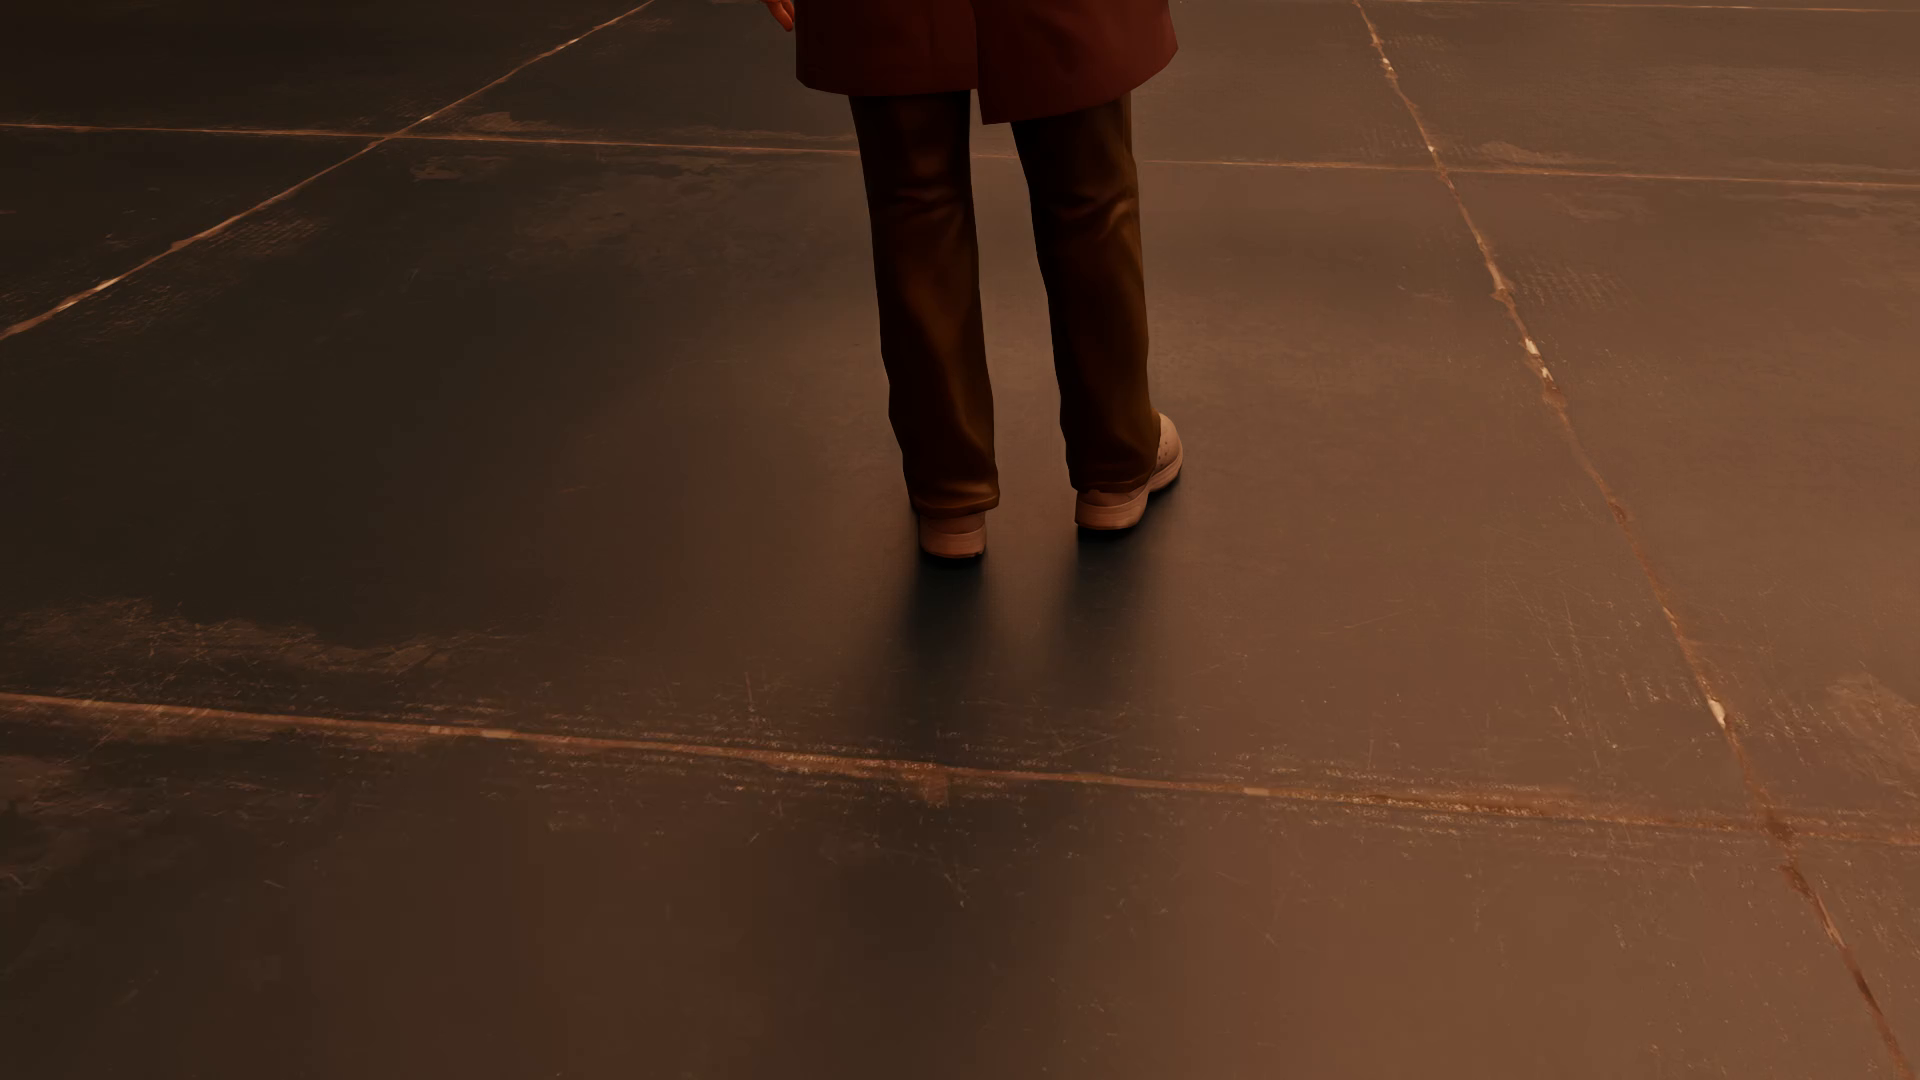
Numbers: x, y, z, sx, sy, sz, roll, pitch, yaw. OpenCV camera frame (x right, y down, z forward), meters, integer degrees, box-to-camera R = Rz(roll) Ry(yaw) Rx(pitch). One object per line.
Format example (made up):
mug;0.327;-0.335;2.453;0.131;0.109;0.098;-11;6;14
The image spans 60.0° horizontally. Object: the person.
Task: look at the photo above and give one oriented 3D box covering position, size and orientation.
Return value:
person;0.017;-0.843;2.182;0.696;1.776;0.576;3;27;7
